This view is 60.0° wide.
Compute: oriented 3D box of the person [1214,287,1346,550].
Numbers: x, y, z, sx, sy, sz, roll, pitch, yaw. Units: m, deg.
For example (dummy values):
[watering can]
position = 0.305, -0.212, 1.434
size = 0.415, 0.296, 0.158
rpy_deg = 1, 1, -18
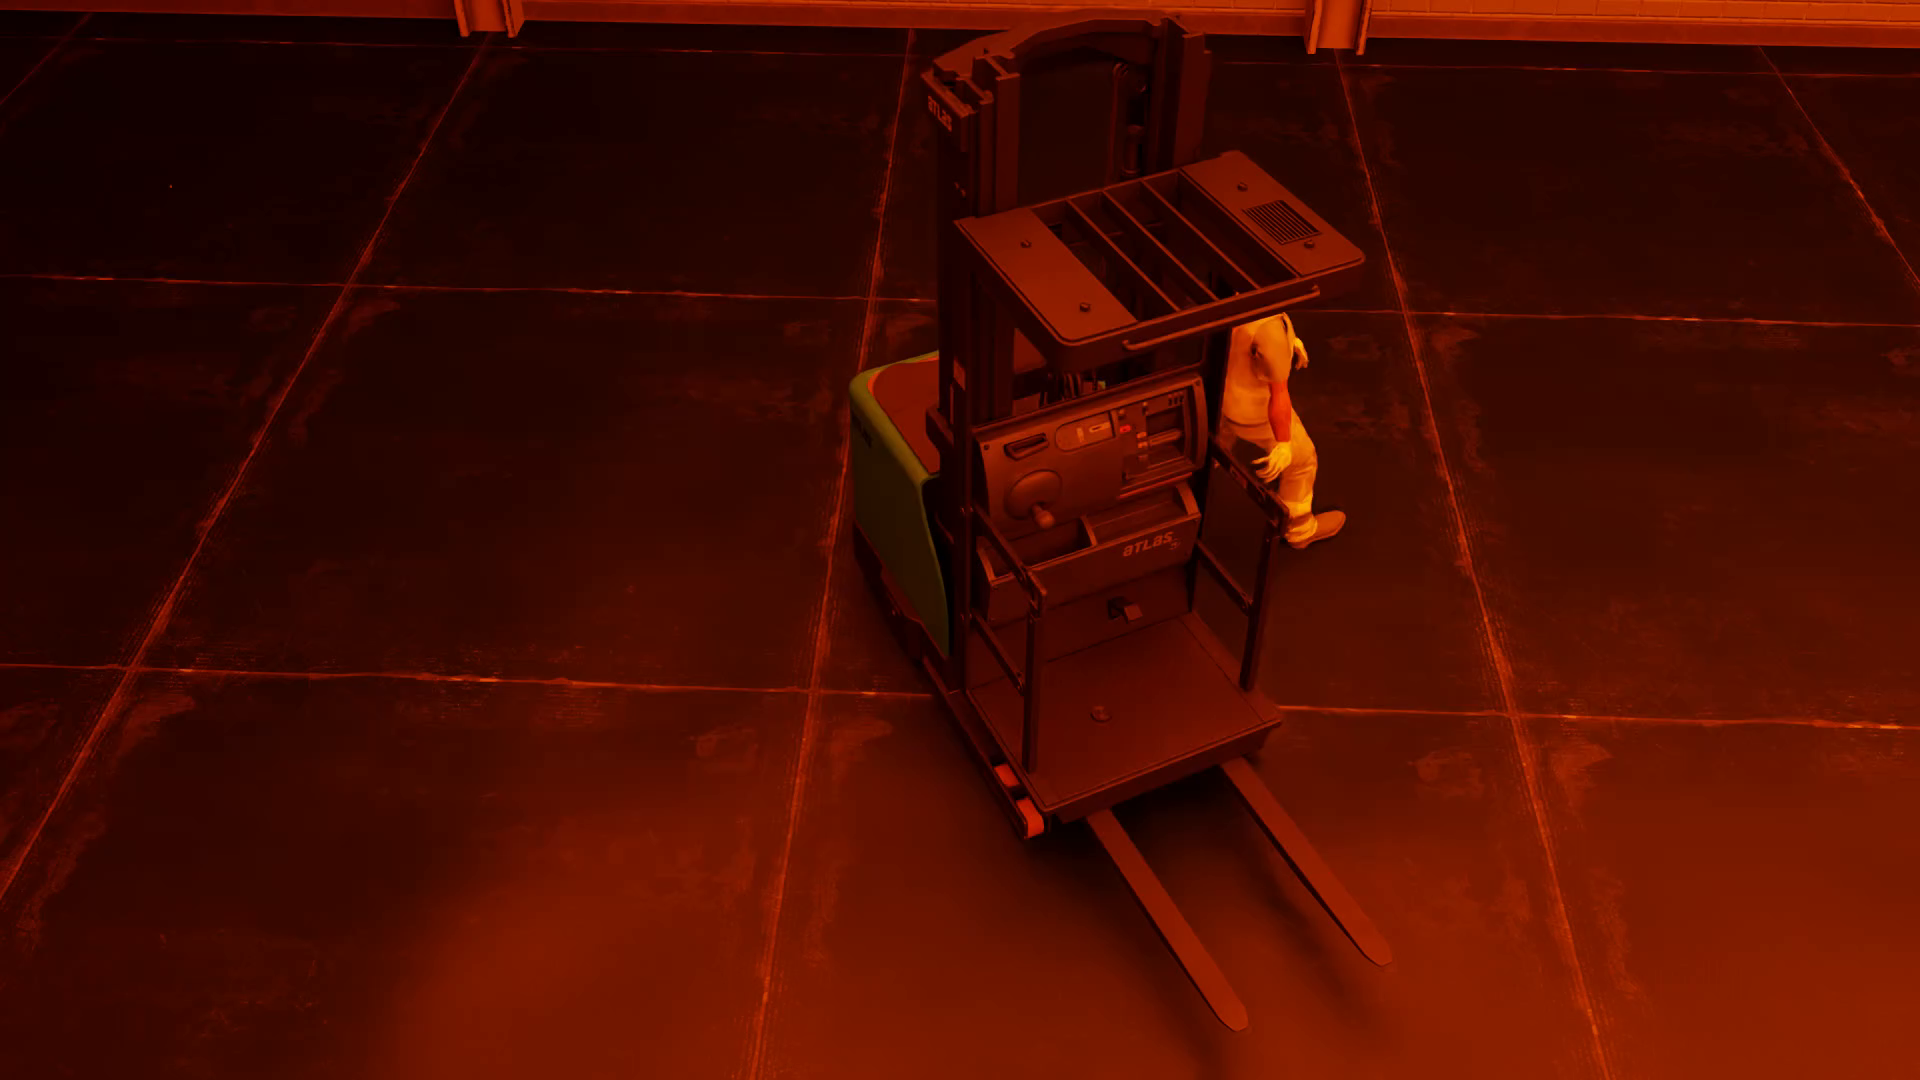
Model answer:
[person]
position = 1.347, -0.608, 7.326
size = 0.891, 1.727, 0.707
rpy_deg = -20, 46, -20

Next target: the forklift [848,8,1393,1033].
[forklift]
position = 0.597, -0.239, 6.004
size = 1.130, 2.935, 3.031
rpy_deg = -18, 45, -19
